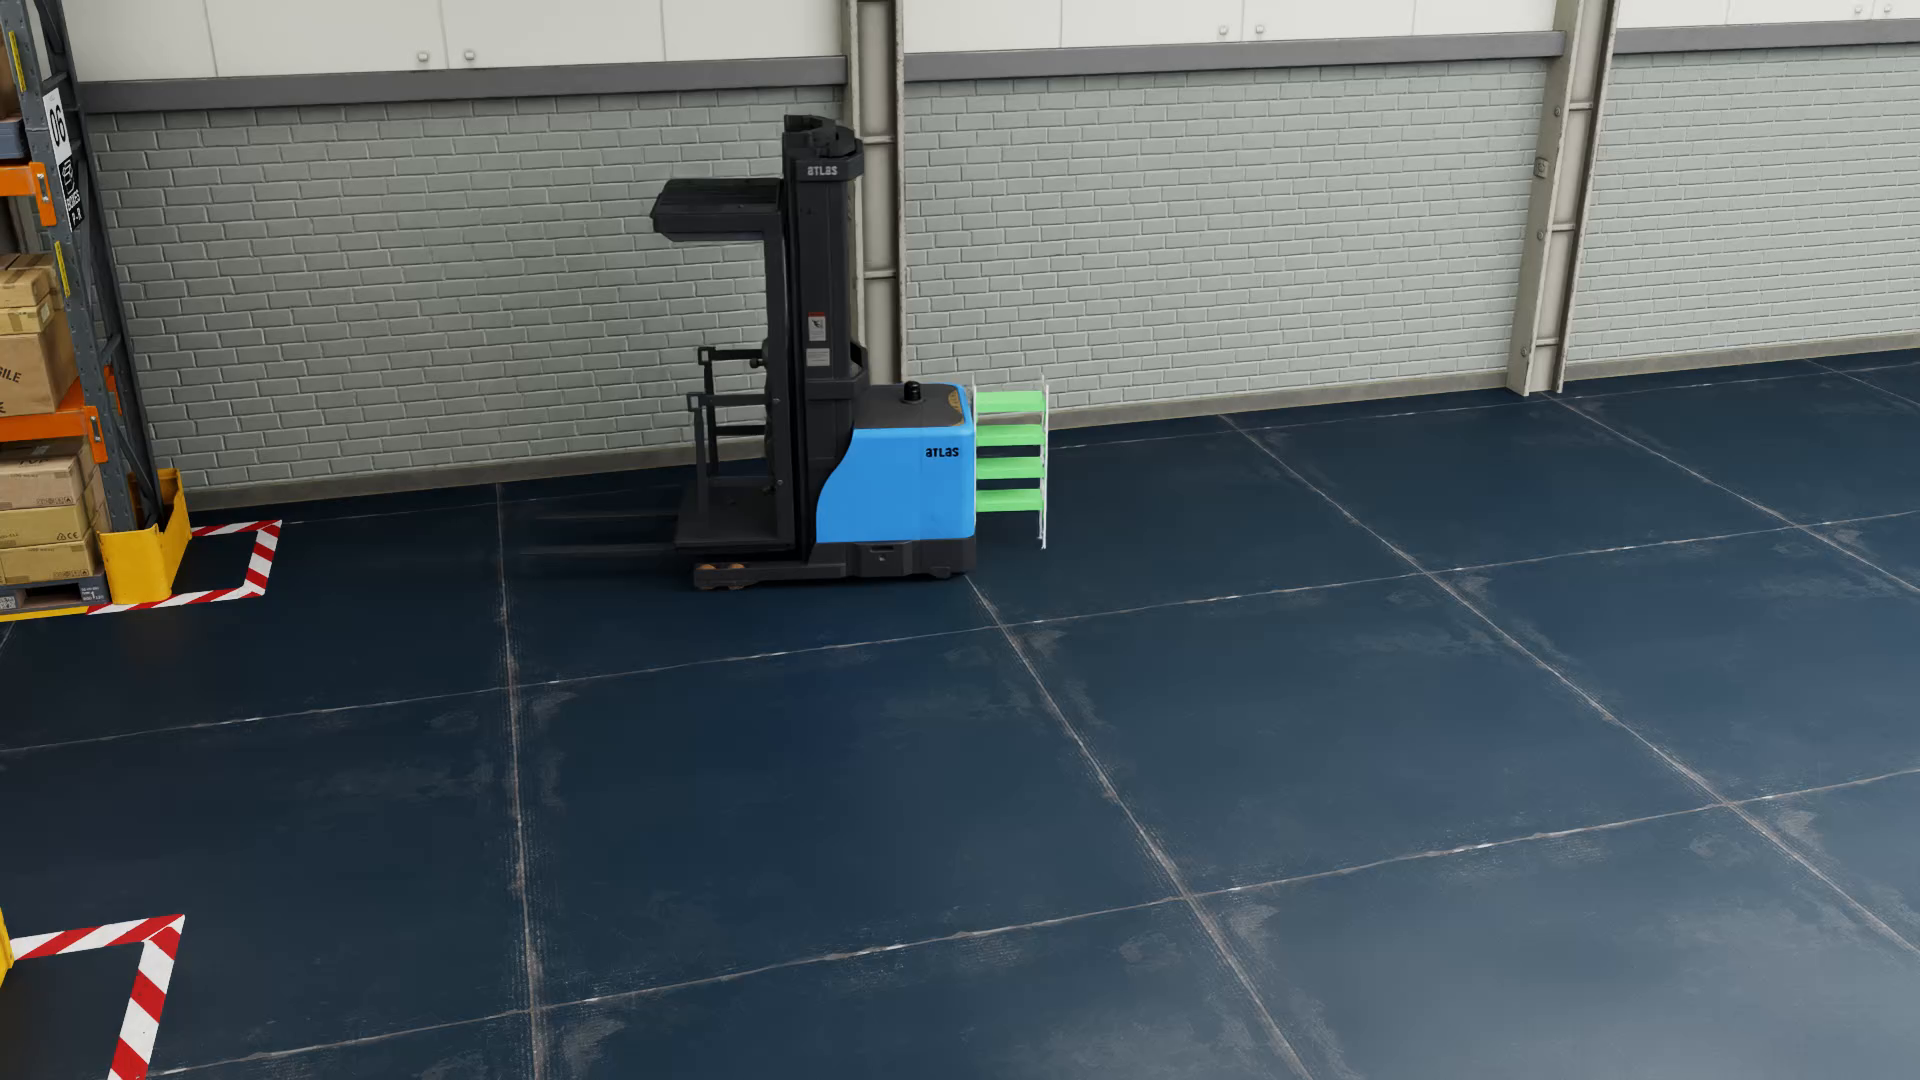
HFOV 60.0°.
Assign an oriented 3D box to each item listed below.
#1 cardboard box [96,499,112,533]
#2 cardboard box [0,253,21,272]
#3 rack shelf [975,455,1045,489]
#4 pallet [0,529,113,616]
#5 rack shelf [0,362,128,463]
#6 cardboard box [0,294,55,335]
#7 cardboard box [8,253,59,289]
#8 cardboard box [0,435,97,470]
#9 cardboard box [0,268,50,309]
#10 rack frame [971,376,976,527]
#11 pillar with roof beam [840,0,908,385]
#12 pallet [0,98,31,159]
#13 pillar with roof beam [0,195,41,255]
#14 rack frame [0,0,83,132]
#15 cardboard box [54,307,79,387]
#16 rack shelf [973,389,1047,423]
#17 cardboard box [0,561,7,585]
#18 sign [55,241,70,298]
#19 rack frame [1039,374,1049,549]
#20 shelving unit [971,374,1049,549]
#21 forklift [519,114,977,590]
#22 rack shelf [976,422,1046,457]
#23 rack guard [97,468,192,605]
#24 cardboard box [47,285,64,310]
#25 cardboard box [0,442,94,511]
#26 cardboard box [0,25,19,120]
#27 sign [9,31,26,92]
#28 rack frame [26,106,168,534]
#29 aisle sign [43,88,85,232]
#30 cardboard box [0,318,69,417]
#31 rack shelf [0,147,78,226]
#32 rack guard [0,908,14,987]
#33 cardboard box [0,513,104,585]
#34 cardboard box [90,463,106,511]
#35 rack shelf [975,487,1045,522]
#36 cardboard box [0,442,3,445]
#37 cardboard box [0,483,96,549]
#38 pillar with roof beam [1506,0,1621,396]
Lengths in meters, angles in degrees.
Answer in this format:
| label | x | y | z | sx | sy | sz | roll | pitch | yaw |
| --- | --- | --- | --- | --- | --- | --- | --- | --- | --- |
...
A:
| label | x | y | z | sx | sy | sz | roll | pitch | yaw |
| --- | --- | --- | --- | --- | --- | --- | --- | --- | --- |
| cardboard box | -6.029 | -0.138 | 11.221 | 0.500 | 0.250 | 0.500 | -6 | 24 | -14 |
| cardboard box | -6.157 | -1.708 | 10.599 | 0.250 | 0.149 | 0.380 | -5 | 24 | -13 |
| rack shelf | 0.336 | -0.469 | 11.484 | 0.480 | 0.148 | 0.258 | -2 | 23 | -4 |
| pallet | -6.228 | 0.192 | 11.034 | 1.213 | 0.211 | 1.003 | -6 | 24 | -14 |
| rack shelf | -7.429 | -0.643 | 10.356 | 4.000 | 0.370 | 1.077 | -6 | 24 | -14 |
| cardboard box | -5.761 | -1.387 | 10.229 | 0.250 | 0.149 | 0.380 | -6 | 24 | -14 |
| cardboard box | -5.884 | -1.712 | 10.610 | 0.250 | 0.149 | 0.380 | -7 | 24 | -15 |
| cardboard box | -6.017 | -0.596 | 11.021 | 0.500 | 0.250 | 0.500 | -7 | 24 | -15 |
| cardboard box | -5.791 | -1.549 | 10.229 | 0.250 | 0.149 | 0.380 | -6 | 24 | -14 |
| rack frame | 0.092 | -0.521 | 11.442 | 0.015 | 1.200 | 0.240 | -2 | 23 | -4 |
| pillar with roof beam | 0.523 | -3.216 | 7.833 | 0.400 | 9.000 | 9.100 | -6 | 24 | -14 |
| pallet | -6.191 | -2.459 | 9.984 | 1.213 | 0.211 | 1.003 | -6 | 24 | -14 |
| pillar with roof beam | -5.254 | -2.577 | 6.343 | 0.400 | 9.000 | 9.100 | -6 | 24 | -14 |
| rack frame | -5.503 | -3.943 | 9.528 | 0.127 | 3.000 | 1.000 | -6 | 24 | -14 |
| cardboard box | -6.055 | -1.285 | 10.814 | 0.500 | 0.500 | 0.500 | -6 | 24 | -13 |
| rack shelf | 0.336 | -0.910 | 11.295 | 0.480 | 0.148 | 0.258 | -2 | 23 | -4 |
| cardboard box | -6.352 | 0.104 | 10.659 | 0.500 | 0.250 | 0.500 | -6 | 24 | -14 |
| sign | -5.370 | -1.620 | 9.952 | 0.005 | 0.325 | 0.100 | -6 | 24 | -14 |
| rack frame | 0.579 | -0.535 | 11.476 | 0.015 | 1.200 | 0.240 | -2 | 23 | -4 |
| shelving unit | 0.336 | -0.528 | 11.459 | 0.503 | 1.200 | 0.258 | -2 | 23 | -4 |
| forklift | -1.432 | -1.231 | 10.902 | 3.031 | 2.935 | 1.130 | -2 | 23 | -4 |
| rack shelf | 0.336 | -0.690 | 11.390 | 0.480 | 0.148 | 0.258 | -2 | 23 | -4 |
| rack guard | -5.480 | -0.040 | 11.210 | 0.348 | 0.500 | 1.175 | -6 | 24 | -14 |
| cardboard box | -5.900 | -1.593 | 10.708 | 0.250 | 0.149 | 0.380 | -7 | 24 | -16 |
| cardboard box | -5.862 | -0.408 | 10.583 | 0.500 | 0.250 | 0.500 | -5 | 24 | -13 |
| cardboard box | -5.864 | -2.710 | 9.671 | 0.500 | 0.500 | 0.500 | -6 | 24 | -13 |
| sign | -5.370 | -2.728 | 9.477 | 0.005 | 0.325 | 0.100 | -6 | 24 | -14 |
| rack frame | -5.503 | -1.186 | 10.711 | 0.127 | 3.000 | 1.000 | -6 | 24 | -14 |
| aisle sign | -5.361 | -2.276 | 9.955 | 0.004 | 0.787 | 0.394 | -6 | 24 | -14 |
| cardboard box | -5.906 | -1.080 | 10.336 | 0.500 | 0.500 | 0.500 | -7 | 24 | -16 |
| rack shelf | -7.429 | -2.021 | 9.765 | 4.000 | 0.370 | 1.077 | -6 | 24 | -14 |
| rack guard | -4.232 | 1.855 | 6.794 | 0.348 | 0.500 | 1.175 | -6 | 24 | -14 |
| cardboard box | -5.870 | 0.054 | 10.774 | 0.500 | 0.250 | 0.500 | -6 | 24 | -14 |
| cardboard box | -6.012 | -0.374 | 11.139 | 0.500 | 0.250 | 0.500 | -6 | 24 | -13 |
| rack shelf | 0.336 | -0.249 | 11.579 | 0.480 | 0.148 | 0.258 | -2 | 23 | -4 |
| cardboard box | -6.497 | -0.541 | 10.894 | 0.500 | 0.250 | 0.500 | -6 | 24 | -14 |
| cardboard box | -5.888 | -0.175 | 10.674 | 0.500 | 0.250 | 0.500 | -7 | 24 | -15 |
| pillar with roof beam | 6.300 | -3.855 | 9.322 | 0.400 | 9.000 | 9.100 | -6 | 24 | -14 |
